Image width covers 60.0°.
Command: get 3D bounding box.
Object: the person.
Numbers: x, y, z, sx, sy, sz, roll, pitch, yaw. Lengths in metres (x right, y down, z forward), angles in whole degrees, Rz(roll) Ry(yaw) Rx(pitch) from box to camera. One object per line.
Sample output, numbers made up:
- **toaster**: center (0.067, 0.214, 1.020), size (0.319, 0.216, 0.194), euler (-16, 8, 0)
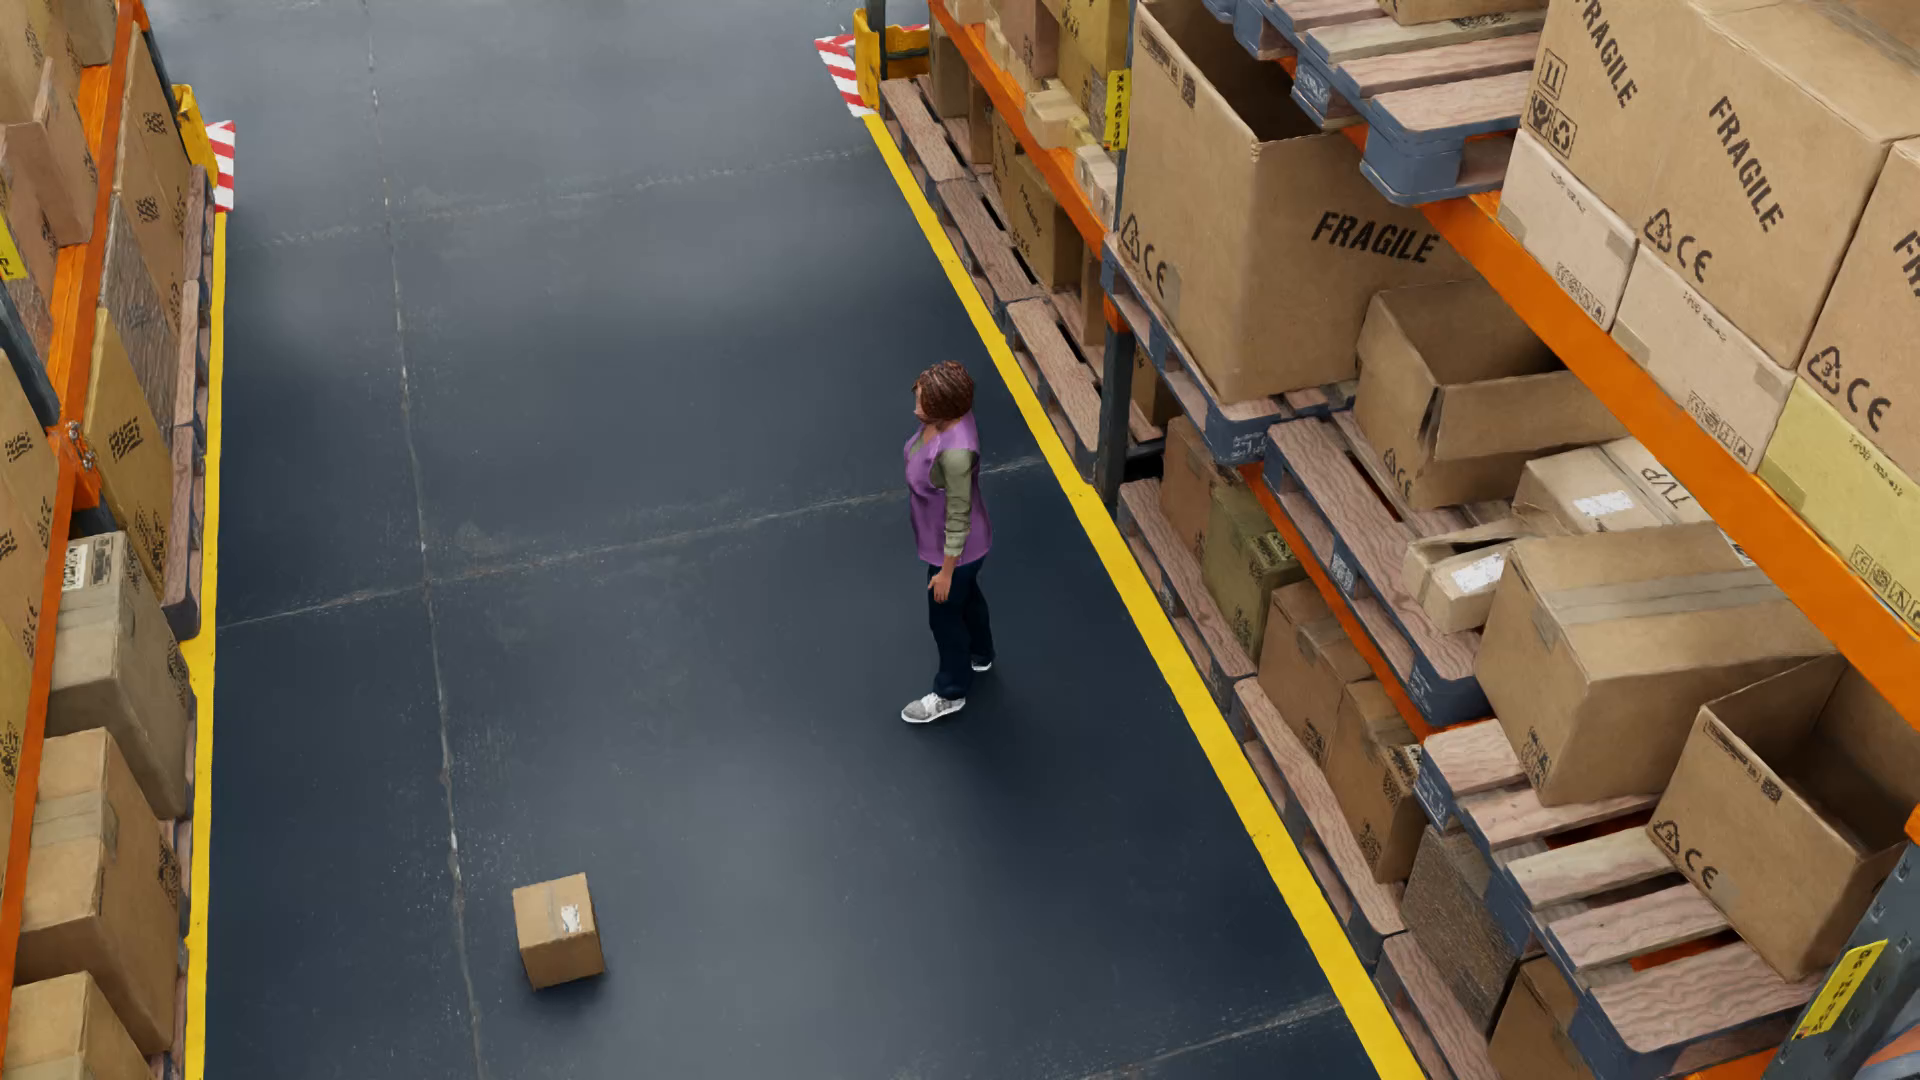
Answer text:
- **person**: center (-0.046, 0.006, 6.152), size (0.378, 1.564, 0.498), euler (-1, 43, -1)
